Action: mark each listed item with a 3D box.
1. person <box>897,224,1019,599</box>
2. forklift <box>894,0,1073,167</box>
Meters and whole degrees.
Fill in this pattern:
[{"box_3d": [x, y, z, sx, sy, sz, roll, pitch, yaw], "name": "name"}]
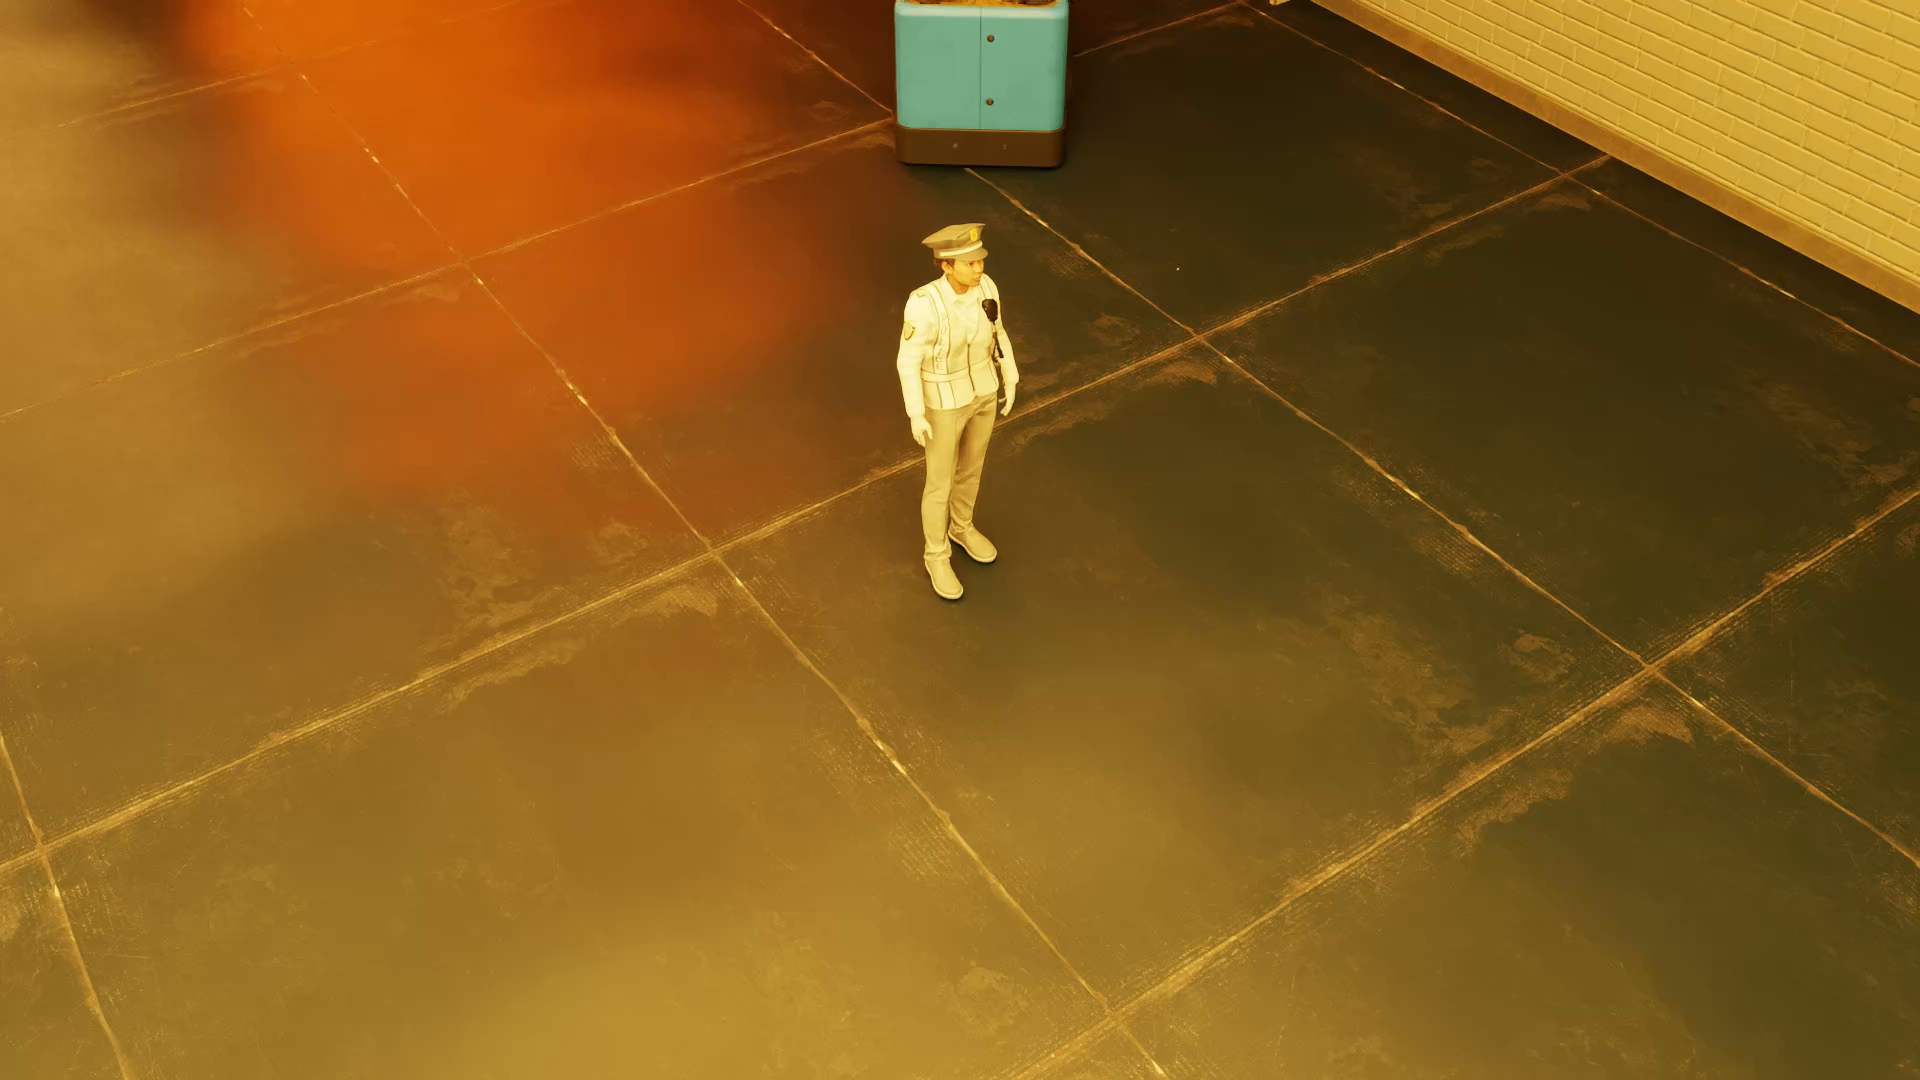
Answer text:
[{"box_3d": [0.033, -0.589, 7.256, 0.587, 1.696, 0.534, -25, 48, -25], "name": "person"}, {"box_3d": [0.195, -4.367, 10.454, 1.130, 2.935, 3.031, 2, 43, 2], "name": "forklift"}]
